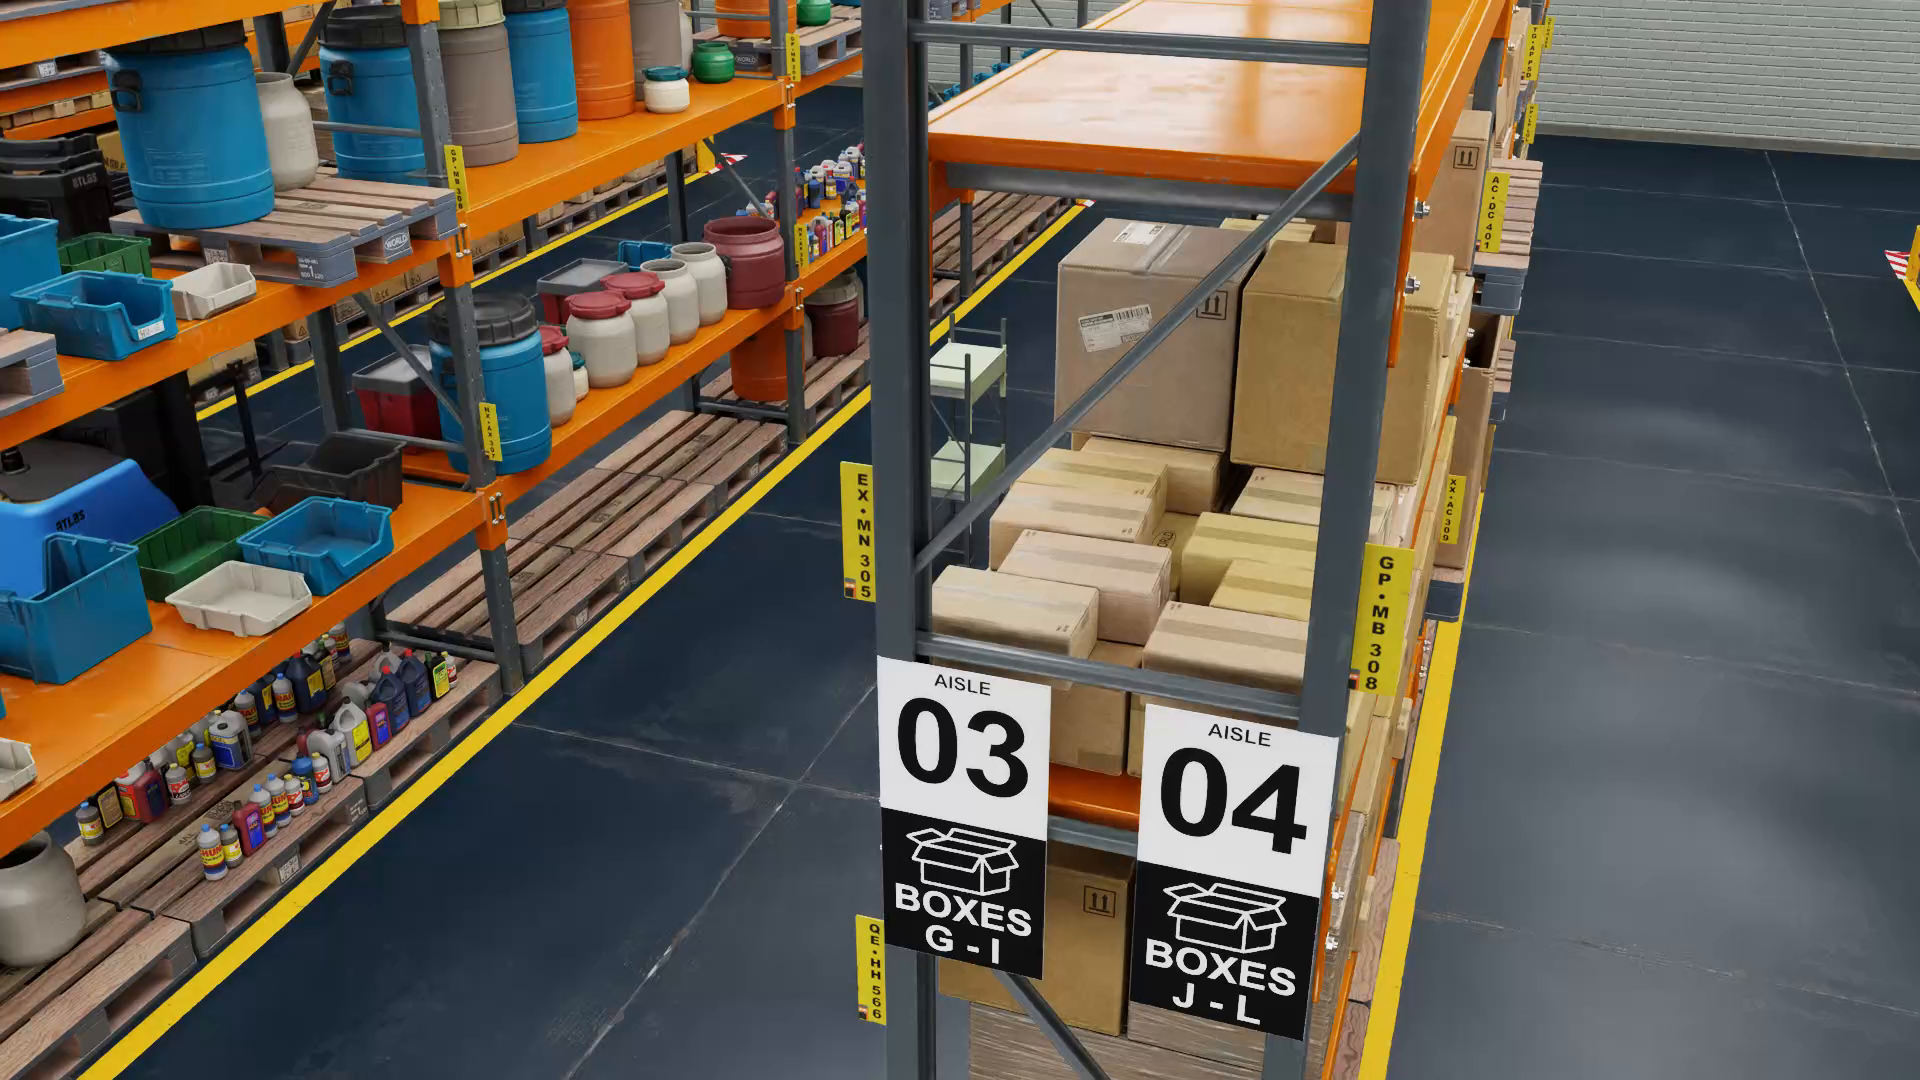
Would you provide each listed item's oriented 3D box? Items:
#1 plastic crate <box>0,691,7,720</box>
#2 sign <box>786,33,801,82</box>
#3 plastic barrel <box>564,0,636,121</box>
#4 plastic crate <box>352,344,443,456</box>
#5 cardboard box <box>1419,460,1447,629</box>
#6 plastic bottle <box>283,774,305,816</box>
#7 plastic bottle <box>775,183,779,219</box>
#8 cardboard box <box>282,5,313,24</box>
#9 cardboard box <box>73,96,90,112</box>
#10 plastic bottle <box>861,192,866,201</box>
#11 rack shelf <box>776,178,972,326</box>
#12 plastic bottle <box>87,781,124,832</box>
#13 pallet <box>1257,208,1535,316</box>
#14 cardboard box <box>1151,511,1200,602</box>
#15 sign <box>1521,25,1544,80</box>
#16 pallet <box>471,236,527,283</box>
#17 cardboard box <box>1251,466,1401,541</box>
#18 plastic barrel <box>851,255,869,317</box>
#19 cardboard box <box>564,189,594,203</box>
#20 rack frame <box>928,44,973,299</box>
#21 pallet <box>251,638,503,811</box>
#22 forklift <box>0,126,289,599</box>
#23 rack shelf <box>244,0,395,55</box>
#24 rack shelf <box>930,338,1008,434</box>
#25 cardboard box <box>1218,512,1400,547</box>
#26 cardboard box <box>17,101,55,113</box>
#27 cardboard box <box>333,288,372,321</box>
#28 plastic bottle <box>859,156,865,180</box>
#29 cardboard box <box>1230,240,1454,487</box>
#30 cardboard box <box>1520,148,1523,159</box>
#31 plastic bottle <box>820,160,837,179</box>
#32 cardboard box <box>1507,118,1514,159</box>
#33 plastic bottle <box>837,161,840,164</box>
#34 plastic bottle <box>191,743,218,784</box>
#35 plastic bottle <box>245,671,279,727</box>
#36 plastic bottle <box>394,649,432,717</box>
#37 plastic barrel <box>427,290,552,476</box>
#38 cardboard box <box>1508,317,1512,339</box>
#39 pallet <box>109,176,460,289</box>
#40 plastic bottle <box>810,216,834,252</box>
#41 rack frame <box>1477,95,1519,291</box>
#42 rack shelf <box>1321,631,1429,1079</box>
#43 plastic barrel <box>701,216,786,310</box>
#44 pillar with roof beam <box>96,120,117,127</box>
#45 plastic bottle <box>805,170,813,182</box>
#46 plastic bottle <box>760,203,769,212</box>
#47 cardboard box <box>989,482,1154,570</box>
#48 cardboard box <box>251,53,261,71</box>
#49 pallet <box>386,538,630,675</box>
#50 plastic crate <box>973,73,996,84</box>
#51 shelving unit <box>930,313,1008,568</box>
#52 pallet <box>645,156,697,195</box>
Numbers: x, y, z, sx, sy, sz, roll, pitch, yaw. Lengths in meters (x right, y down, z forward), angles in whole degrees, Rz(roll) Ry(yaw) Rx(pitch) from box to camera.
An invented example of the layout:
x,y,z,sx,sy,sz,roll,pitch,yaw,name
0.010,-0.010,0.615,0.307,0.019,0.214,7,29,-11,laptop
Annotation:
x,y,z,sx,sy,sz,roll,pitch,yaw,name
-4.256,0.657,6.845,0.499,0.251,0.408,9,27,17,plastic crate
-1.178,-3.408,11.749,0.100,0.325,0.005,9,27,17,sign
-2.395,-3.151,10.604,0.600,0.830,0.708,9,27,17,plastic barrel
-3.158,-0.811,9.632,0.402,0.464,0.583,9,27,17,plastic crate
1.585,-0.019,6.466,0.500,0.500,0.500,9,27,17,cardboard box
-3.284,1.244,8.168,0.097,0.201,0.097,0,26,0,plastic bottle
-1.494,-2.917,14.113,0.144,0.351,0.185,9,27,17,plastic bottle
-6.086,-4.691,14.163,0.910,0.500,0.500,9,27,17,cardboard box
-9.747,-4.772,18.152,0.380,0.149,0.250,10,27,19,cardboard box
-0.802,-2.774,13.907,0.097,0.271,0.097,0,26,0,plastic bottle
-1.034,-2.680,14.393,1.077,0.370,4.000,9,27,17,rack shelf
-4.142,1.261,8.039,0.061,0.283,0.133,9,27,19,plastic bottle
1.946,-1.324,7.539,1.213,0.211,1.003,9,27,17,pallet
0.394,0.101,4.554,0.500,0.250,0.500,9,27,18,cardboard box
3.482,-2.967,10.124,0.100,0.325,0.005,9,27,17,sign
-5.273,-2.951,17.326,1.003,0.211,1.213,9,27,17,pallet
1.007,-0.133,4.579,0.380,0.149,0.250,9,27,17,cardboard box
-0.801,-2.558,15.242,0.600,0.901,0.708,9,27,17,plastic barrel
-4.416,-3.967,18.970,0.380,0.166,0.250,9,27,17,cardboard box
-0.368,-3.826,15.934,1.000,3.000,0.127,9,27,17,rack frame
-3.293,0.987,9.194,1.003,0.211,1.213,9,27,17,pallet
-5.237,-1.203,10.595,1.130,2.935,3.031,8,27,16,forklift
-5.704,-4.750,15.226,1.077,0.370,4.000,9,27,17,rack shelf
-0.002,-1.024,10.971,0.431,0.370,0.720,9,27,17,rack shelf
0.879,0.168,4.415,0.500,0.250,0.500,8,27,16,cardboard box
-9.962,-4.808,17.483,0.500,0.500,0.500,9,27,18,cardboard box
-5.779,-2.337,15.221,0.500,0.500,0.500,8,27,16,cardboard box
-0.879,-3.441,15.366,0.097,0.201,0.097,0,26,0,plastic bottle
1.058,-0.501,4.595,0.500,0.500,0.500,9,27,17,cardboard box
4.706,-3.329,14.738,0.500,0.250,0.500,8,27,16,cardboard box
-1.190,-3.255,14.896,0.152,0.276,0.135,9,27,17,plastic bottle
2.892,-2.310,9.532,0.500,0.250,0.500,9,27,17,cardboard box
-1.100,-3.368,15.215,0.097,0.201,0.097,0,26,0,plastic bottle
-3.828,1.123,8.419,0.097,0.201,0.097,0,26,0,plastic bottle
-3.753,0.805,8.904,0.144,0.351,0.185,8,27,15,plastic bottle
-2.973,0.762,8.992,0.144,0.351,0.185,8,27,16,plastic bottle
-2.616,-0.879,9.271,0.600,0.901,0.708,9,27,17,plastic barrel
3.812,-1.707,13.514,1.225,0.875,0.875,8,27,16,cardboard box
-3.178,-1.493,7.889,1.213,0.211,1.003,9,27,17,pallet
-1.096,-2.447,13.229,0.152,0.276,0.135,9,27,17,plastic bottle
2.971,-1.464,11.055,1.000,3.000,0.127,9,27,17,rack frame
0.975,1.326,6.119,1.077,0.370,4.000,9,27,17,rack shelf
-1.568,-2.009,12.024,0.600,0.536,0.708,9,27,17,plastic barrel
-6.234,-7.752,17.157,9.100,9.000,0.400,9,27,17,pillar with roof beam
-1.331,-3.114,14.610,0.097,0.271,0.097,0,26,0,plastic bottle
-1.640,-2.700,13.837,0.097,0.201,0.097,0,26,0,plastic bottle
0.292,-0.016,4.337,0.380,0.149,0.250,8,27,15,cardboard box
-9.034,-6.218,20.529,0.980,0.700,0.700,7,27,15,cardboard box
-2.806,0.388,10.429,1.003,0.211,1.213,9,27,17,pallet
0.351,-5.097,18.682,0.416,0.233,0.300,9,27,17,plastic crate
-0.002,-0.672,11.141,0.431,1.500,0.755,9,27,17,shelving unit
-3.997,-4.575,20.682,1.003,0.211,1.213,9,27,17,pallet
